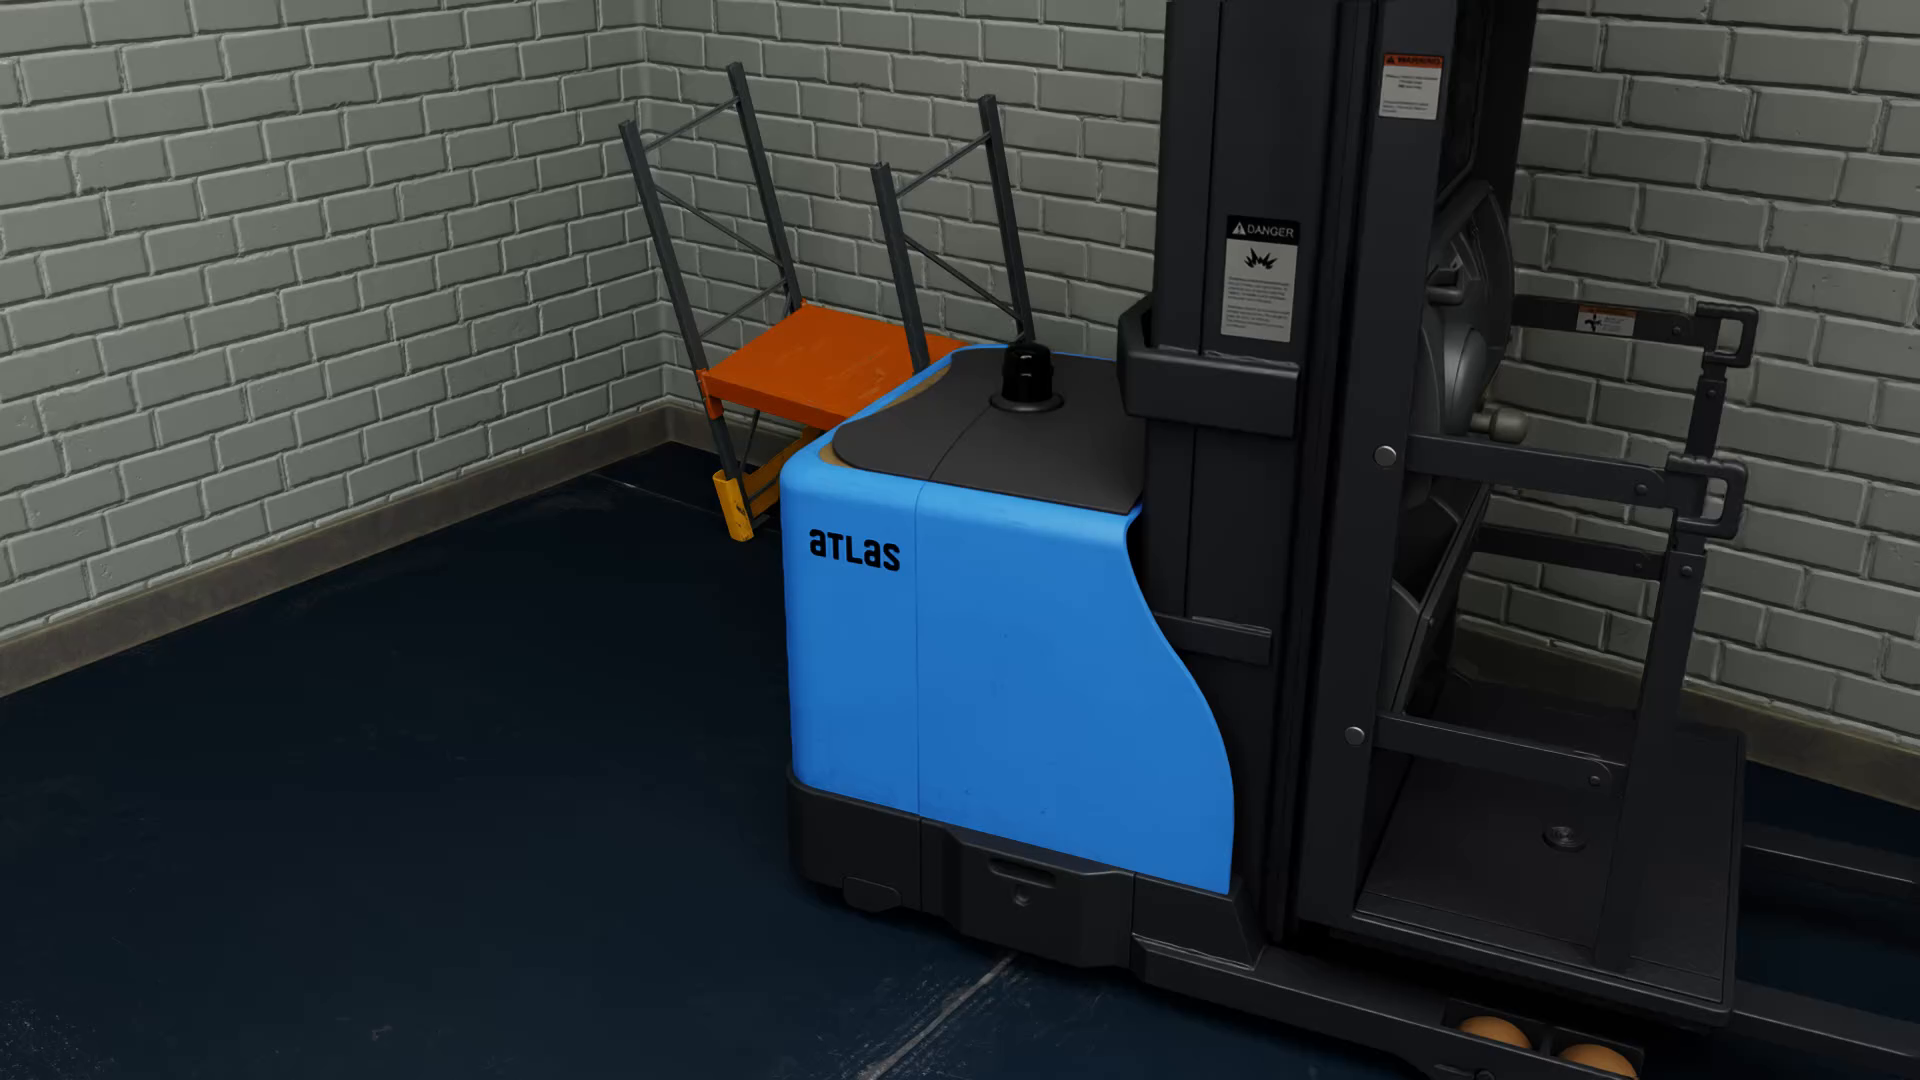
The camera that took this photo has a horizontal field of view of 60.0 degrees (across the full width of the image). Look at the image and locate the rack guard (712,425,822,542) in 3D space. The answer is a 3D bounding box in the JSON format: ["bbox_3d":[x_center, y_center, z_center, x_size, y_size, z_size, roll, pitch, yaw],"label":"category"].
[{"bbox_3d":[-0.611,-0.258,5.845,0.087,0.250,0.587,19,45,36],"label":"rack guard"}]

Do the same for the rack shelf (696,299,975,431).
[{"bbox_3d":[-0.299,-0.485,5.291,1.000,0.185,0.538,19,45,36],"label":"rack shelf"}]

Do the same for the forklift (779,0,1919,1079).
[{"bbox_3d":[1.164,-0.451,3.138,3.031,2.935,1.130,10,26,22],"label":"forklift"}]

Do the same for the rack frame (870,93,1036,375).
[{"bbox_3d":[0.059,-0.498,4.888,0.032,1.500,0.500,19,45,36],"label":"rack frame"}]

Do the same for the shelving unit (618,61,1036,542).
[{"bbox_3d":[-0.337,-0.631,5.193,1.083,1.500,0.587,19,45,36],"label":"shelving unit"}]

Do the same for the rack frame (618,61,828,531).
[{"bbox_3d":[-0.719,-0.760,5.488,0.032,1.500,0.500,19,45,36],"label":"rack frame"}]
